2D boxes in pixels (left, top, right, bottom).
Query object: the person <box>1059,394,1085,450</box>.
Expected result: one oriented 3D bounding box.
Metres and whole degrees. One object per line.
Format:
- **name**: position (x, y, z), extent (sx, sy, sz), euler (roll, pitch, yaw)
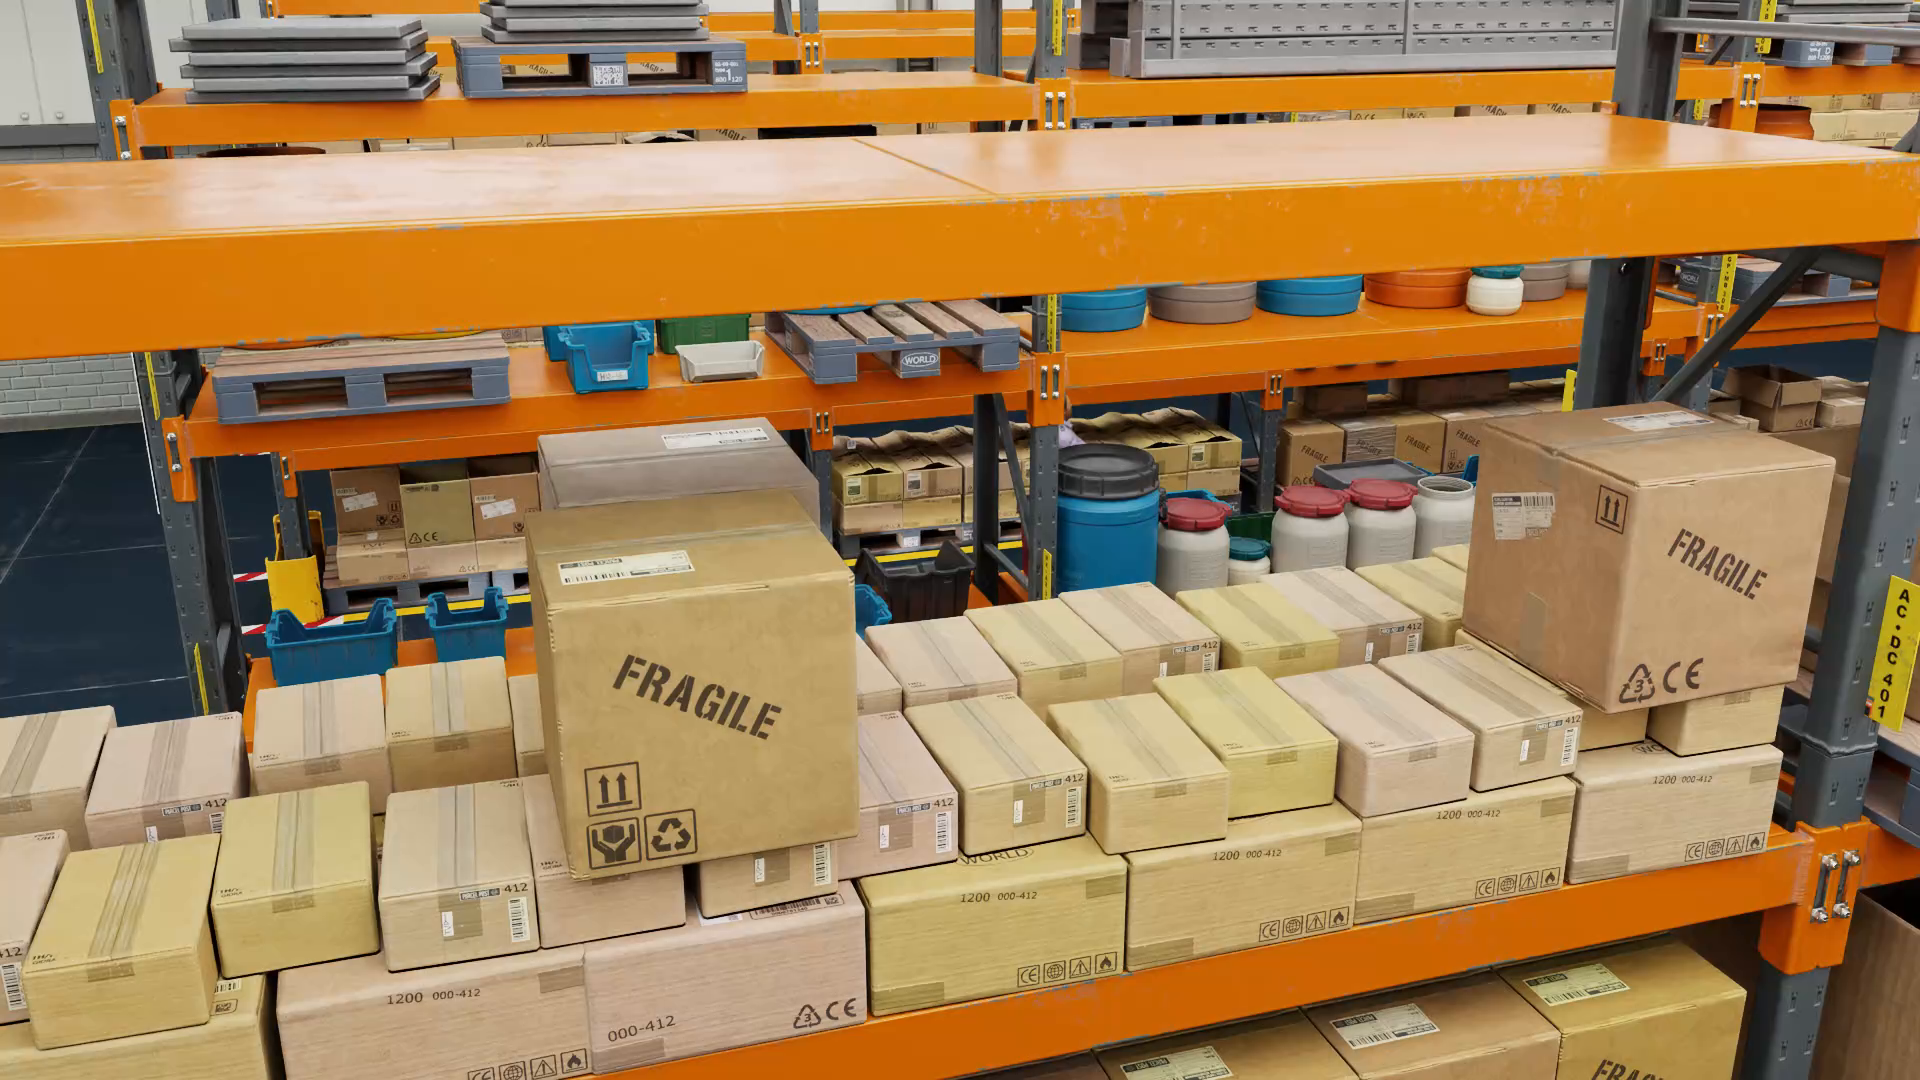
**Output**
- **person**: position (0.855, -0.344, 12.588), extent (0.518, 1.634, 0.452), euler (-6, 20, -17)
